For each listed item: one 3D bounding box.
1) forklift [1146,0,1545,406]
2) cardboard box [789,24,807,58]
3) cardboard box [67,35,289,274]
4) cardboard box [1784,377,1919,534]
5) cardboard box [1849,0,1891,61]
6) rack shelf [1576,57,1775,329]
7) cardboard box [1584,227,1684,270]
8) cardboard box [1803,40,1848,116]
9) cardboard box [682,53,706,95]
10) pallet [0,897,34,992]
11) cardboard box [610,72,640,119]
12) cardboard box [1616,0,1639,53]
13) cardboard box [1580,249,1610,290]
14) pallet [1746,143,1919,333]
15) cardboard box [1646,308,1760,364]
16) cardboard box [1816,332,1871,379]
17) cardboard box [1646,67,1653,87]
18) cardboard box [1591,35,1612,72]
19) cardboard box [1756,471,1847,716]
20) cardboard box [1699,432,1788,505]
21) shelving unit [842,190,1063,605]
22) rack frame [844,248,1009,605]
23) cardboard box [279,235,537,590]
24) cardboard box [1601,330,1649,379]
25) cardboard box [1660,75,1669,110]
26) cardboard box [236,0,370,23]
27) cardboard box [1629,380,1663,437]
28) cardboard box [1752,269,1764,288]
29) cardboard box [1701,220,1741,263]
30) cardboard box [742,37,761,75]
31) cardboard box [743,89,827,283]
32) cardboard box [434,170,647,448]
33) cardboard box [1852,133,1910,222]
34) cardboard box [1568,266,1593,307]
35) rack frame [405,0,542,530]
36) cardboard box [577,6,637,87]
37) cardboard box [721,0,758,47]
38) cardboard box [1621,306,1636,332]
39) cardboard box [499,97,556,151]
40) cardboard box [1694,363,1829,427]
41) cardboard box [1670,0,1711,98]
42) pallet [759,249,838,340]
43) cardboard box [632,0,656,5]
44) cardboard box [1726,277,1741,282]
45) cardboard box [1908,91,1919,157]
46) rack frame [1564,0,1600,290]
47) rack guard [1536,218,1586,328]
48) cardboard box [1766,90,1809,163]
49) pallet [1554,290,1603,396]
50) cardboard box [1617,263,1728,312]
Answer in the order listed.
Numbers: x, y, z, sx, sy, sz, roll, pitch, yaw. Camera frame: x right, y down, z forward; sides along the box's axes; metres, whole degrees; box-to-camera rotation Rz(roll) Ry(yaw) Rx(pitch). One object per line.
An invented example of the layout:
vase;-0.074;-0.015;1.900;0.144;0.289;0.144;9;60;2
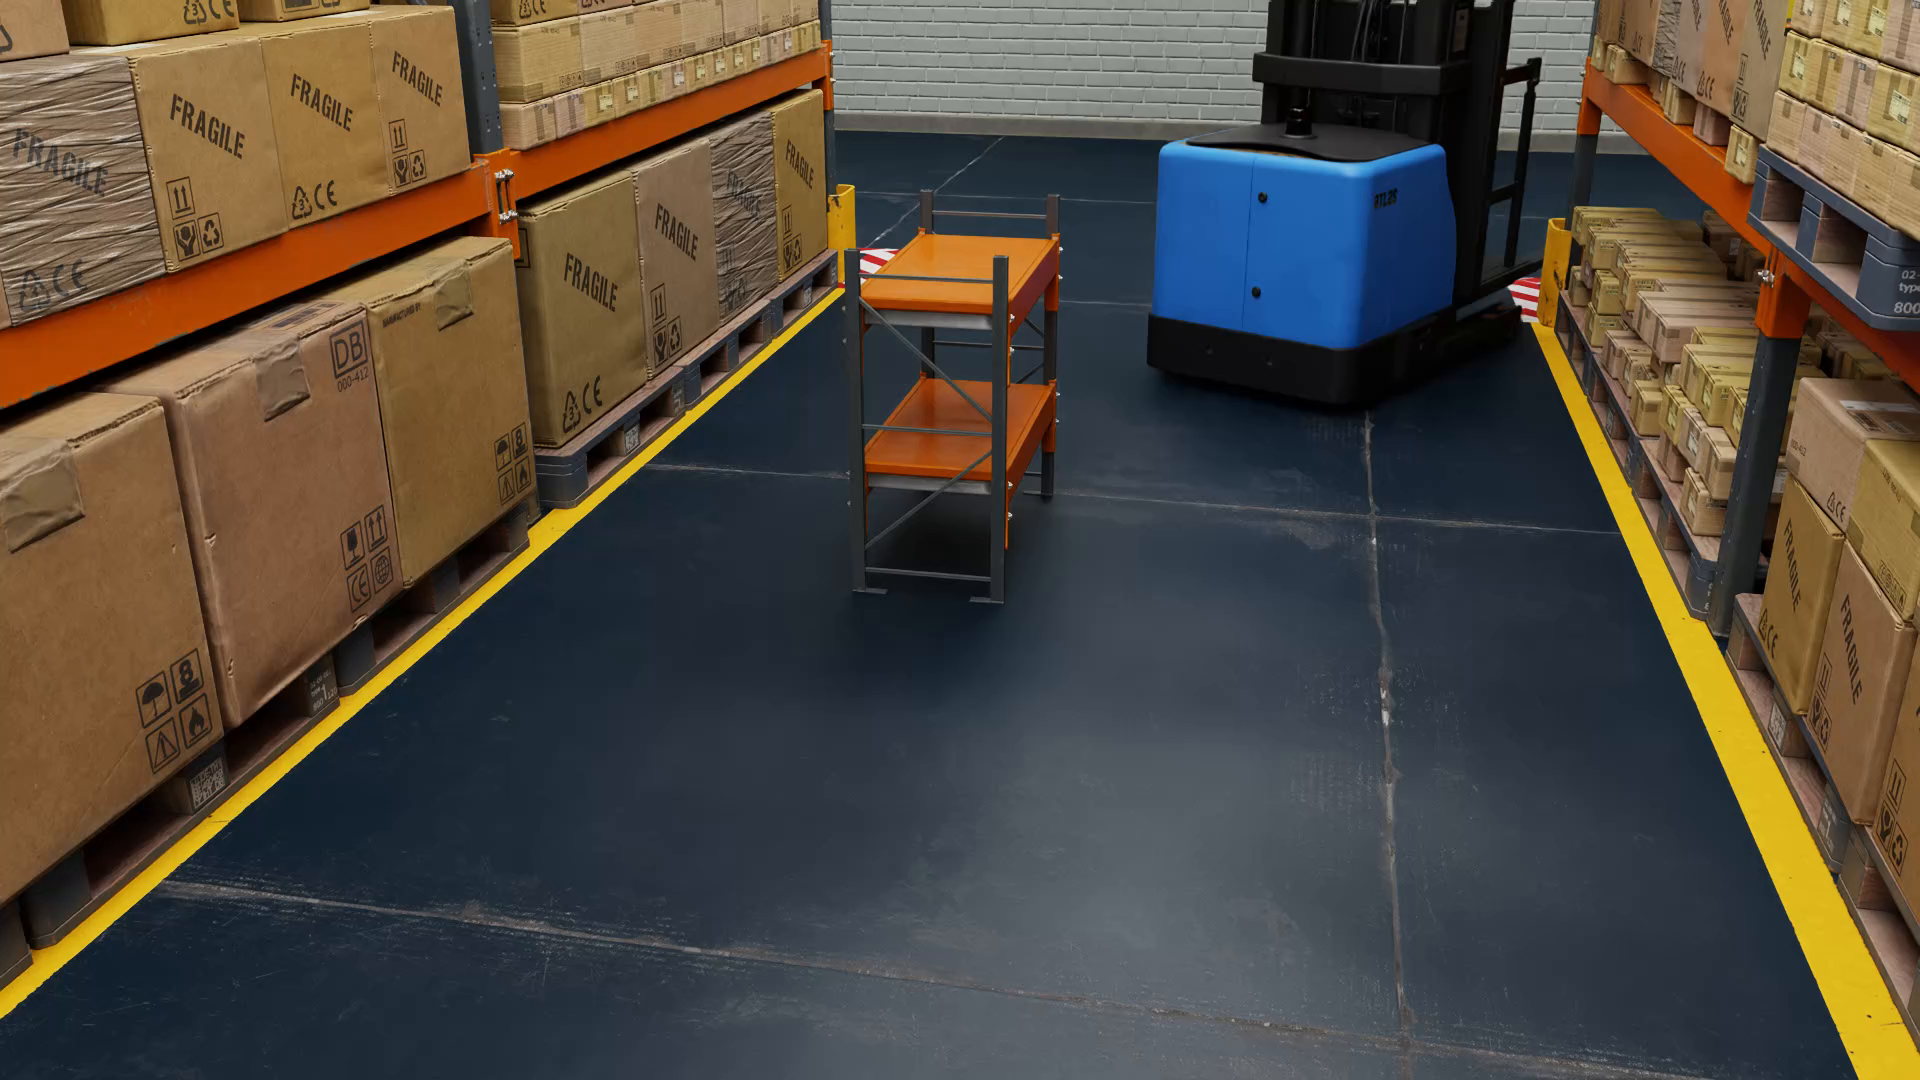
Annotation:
forklift;2.175;-2.420;7.939;1.130;2.935;3.031;17;27;35
cardboard box;-1.009;-2.582;8.586;0.380;0.149;0.250;5;22;11
cardboard box;-2.059;-0.969;4.110;0.500;0.500;0.500;4;22;10
cardboard box;2.402;-0.204;4.126;0.500;0.250;0.500;3;22;9
cardboard box;2.175;-1.121;3.599;0.380;0.149;0.250;5;22;11
rack shelf;3.219;-1.469;6.449;1.077;0.370;4.000;4;22;11
cardboard box;3.073;-1.324;7.585;0.380;0.149;0.250;4;22;11
cardboard box;2.230;-1.084;3.905;0.380;0.149;0.250;4;22;10
cardboard box;-1.321;-2.023;7.197;0.380;0.149;0.250;4;22;9
pallet;-2.605;0.987;3.119;1.003;0.211;1.213;4;22;11
cardboard box;-1.479;-1.741;6.499;0.380;0.149;0.250;4;22;9
cardboard box;3.181;-2.378;7.210;0.500;0.500;0.500;5;22;11
cardboard box;3.158;-1.277;7.864;0.380;0.149;0.250;4;22;11
pallet;2.513;-0.714;3.868;1.003;0.211;1.213;4;22;11
cardboard box;2.780;-0.753;6.165;0.380;0.149;0.250;3;22;8
cardboard box;3.233;-0.619;5.834;0.380;0.149;0.250;4;22;10
cardboard box;3.203;-2.028;7.211;0.380;0.149;0.250;6;23;13
cardboard box;3.240;-2.324;7.946;0.380;0.149;0.250;4;22;10
cardboard box;2.401;0.143;4.266;0.500;0.500;0.500;5;23;13
cardboard box;2.564;-0.221;5.243;0.380;0.149;0.250;5;22;12
shelving unit;0.001;-0.524;5.650;0.538;1.125;1.048;4;22;11
rack frame;-0.102;-0.338;5.188;0.500;1.125;0.032;4;22;11
cardboard box;-2.135;-0.460;5.263;1.225;0.875;0.875;5;22;11
cardboard box;2.936;-0.776;7.019;0.380;0.149;0.250;3;22;8
cardboard box;2.972;-1.750;6.519;0.380;0.149;0.250;5;23;13
cardboard box;-2.146;-1.764;4.741;0.797;0.503;0.637;4;22;10
cardboard box;2.769;-0.492;6.313;0.380;0.149;0.250;4;22;11
cardboard box;3.454;-0.997;6.773;0.380;0.149;0.250;4;22;9
cardboard box;3.660;-1.382;7.728;0.380;0.149;0.250;5;22;12
cardboard box;-1.165;-2.304;7.895;0.380;0.149;0.250;4;22;10
cardboard box;-1.260;-1.918;8.884;0.875;0.875;0.875;4;22;11
cardboard box;-1.811;-0.931;6.432;0.875;0.875;0.875;4;22;11
cardboard box;2.123;-0.756;3.489;0.380;0.149;0.250;5;22;11
cardboard box;3.207;-1.239;8.170;0.380;0.149;0.250;5;22;12
rack frame;-2.024;-1.486;5.529;1.000;3.000;0.127;4;22;11
cardboard box;-1.565;-1.888;6.329;0.500;0.250;0.500;4;22;11
cardboard box;-1.254;-2.449;7.721;0.500;0.250;0.500;4;22;9
cardboard box;3.075;-0.991;7.154;0.380;0.149;0.250;3;22;8
cardboard box;-1.638;-1.453;5.782;0.380;0.149;0.250;5;22;11
cardboard box;2.642;-0.466;5.453;0.380;0.149;0.250;5;22;12
cardboard box;2.843;-1.826;5.840;0.500;0.500;0.500;4;22;11
pallet;-1.294;-1.357;8.941;1.003;0.211;1.213;4;22;11
cardboard box;-1.466;-2.428;6.667;0.500;0.500;0.500;4;22;9
cardboard box;3.539;-1.049;7.299;0.380;0.149;0.250;4;22;10
cardboard box;2.072;-0.795;3.189;0.380;0.149;0.250;5;23;13
rack frame;3.627;-2.534;8.131;1.000;3.000;0.127;4;22;11
rack guard;3.612;-1.347;8.529;1.175;0.500;0.348;4;22;11
cardboard box;2.281;-1.041;4.196;0.380;0.149;0.250;3;22;8
pallet;3.411;-0.919;7.852;1.003;0.211;1.213;4;22;11
cardboard box;2.939;-1.034;6.863;0.380;0.149;0.250;5;22;12
